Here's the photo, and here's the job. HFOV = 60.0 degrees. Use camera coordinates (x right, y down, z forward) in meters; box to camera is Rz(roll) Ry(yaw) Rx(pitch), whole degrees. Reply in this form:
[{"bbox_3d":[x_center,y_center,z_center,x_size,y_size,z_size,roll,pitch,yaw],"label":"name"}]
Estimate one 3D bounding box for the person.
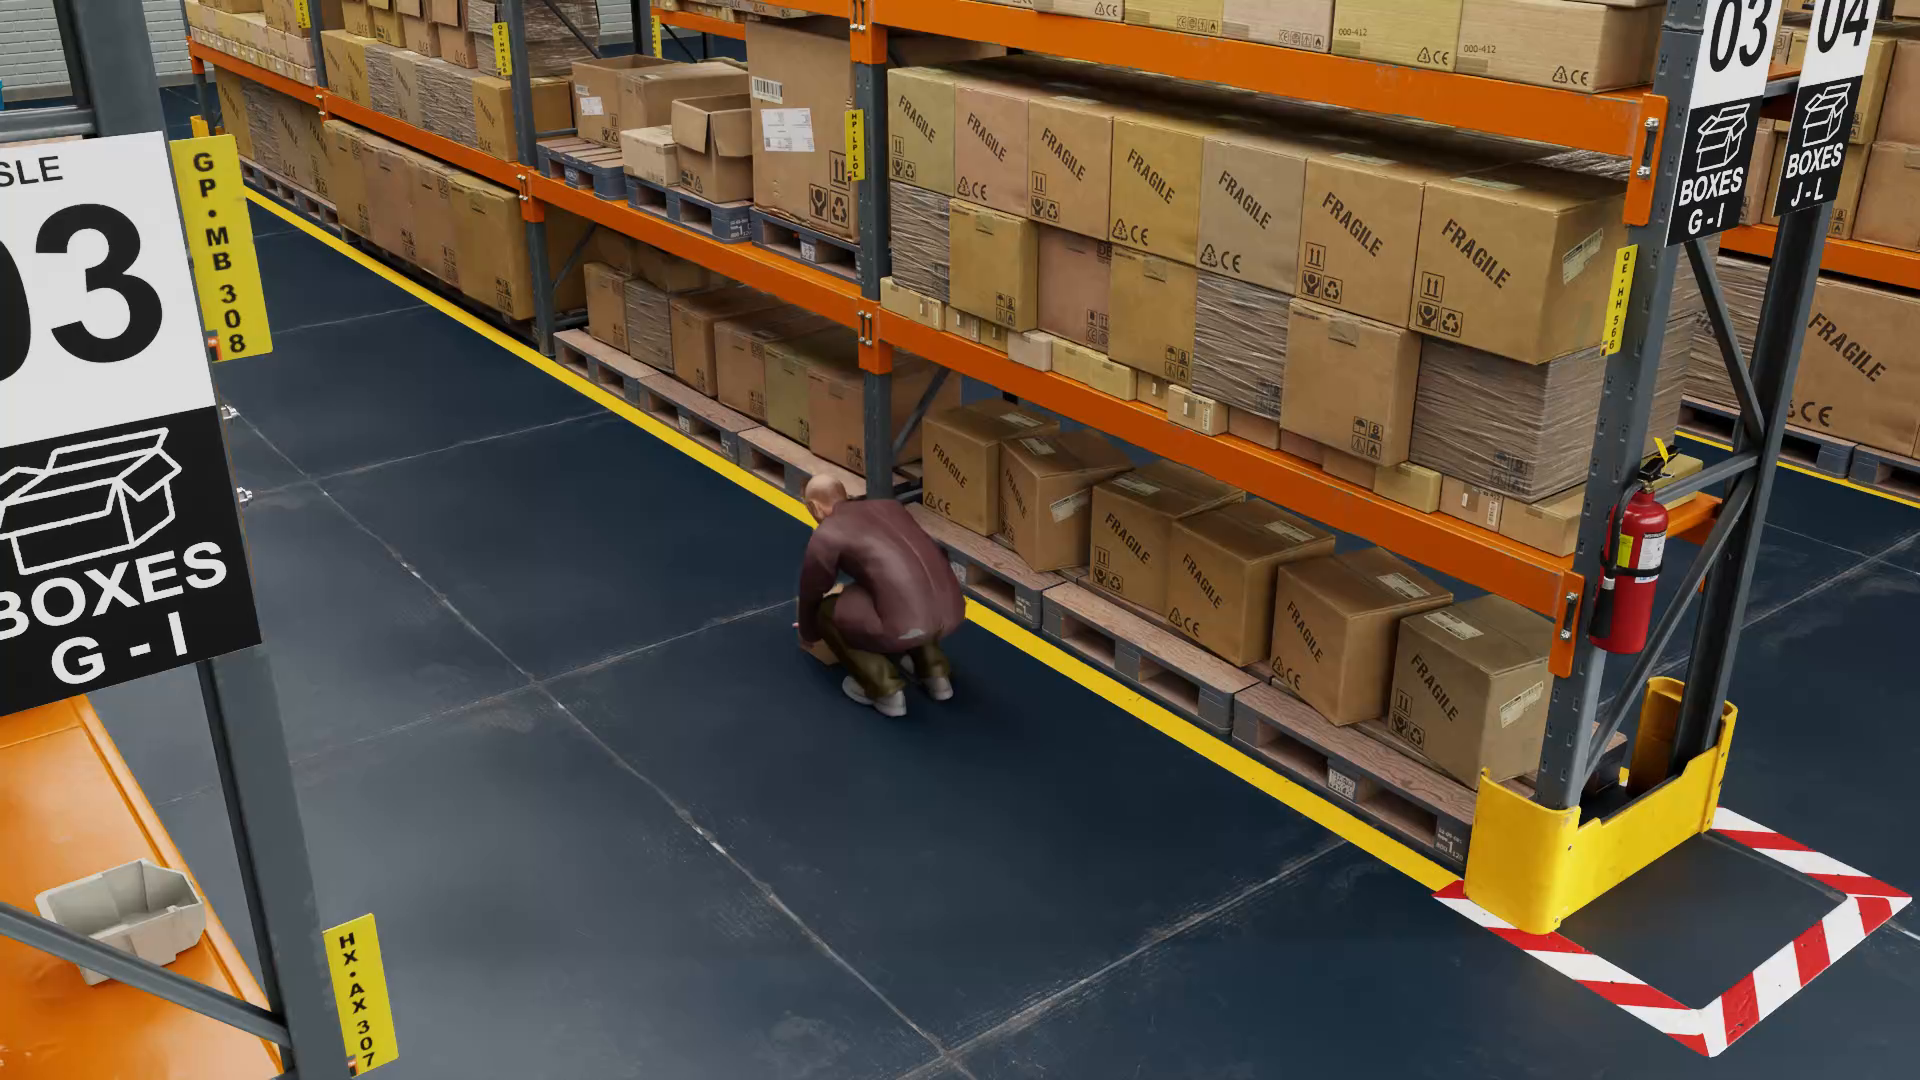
[{"bbox_3d":[-0.365,0.213,7.213,0.604,0.904,0.901,-17,30,-33],"label":"person"}]
